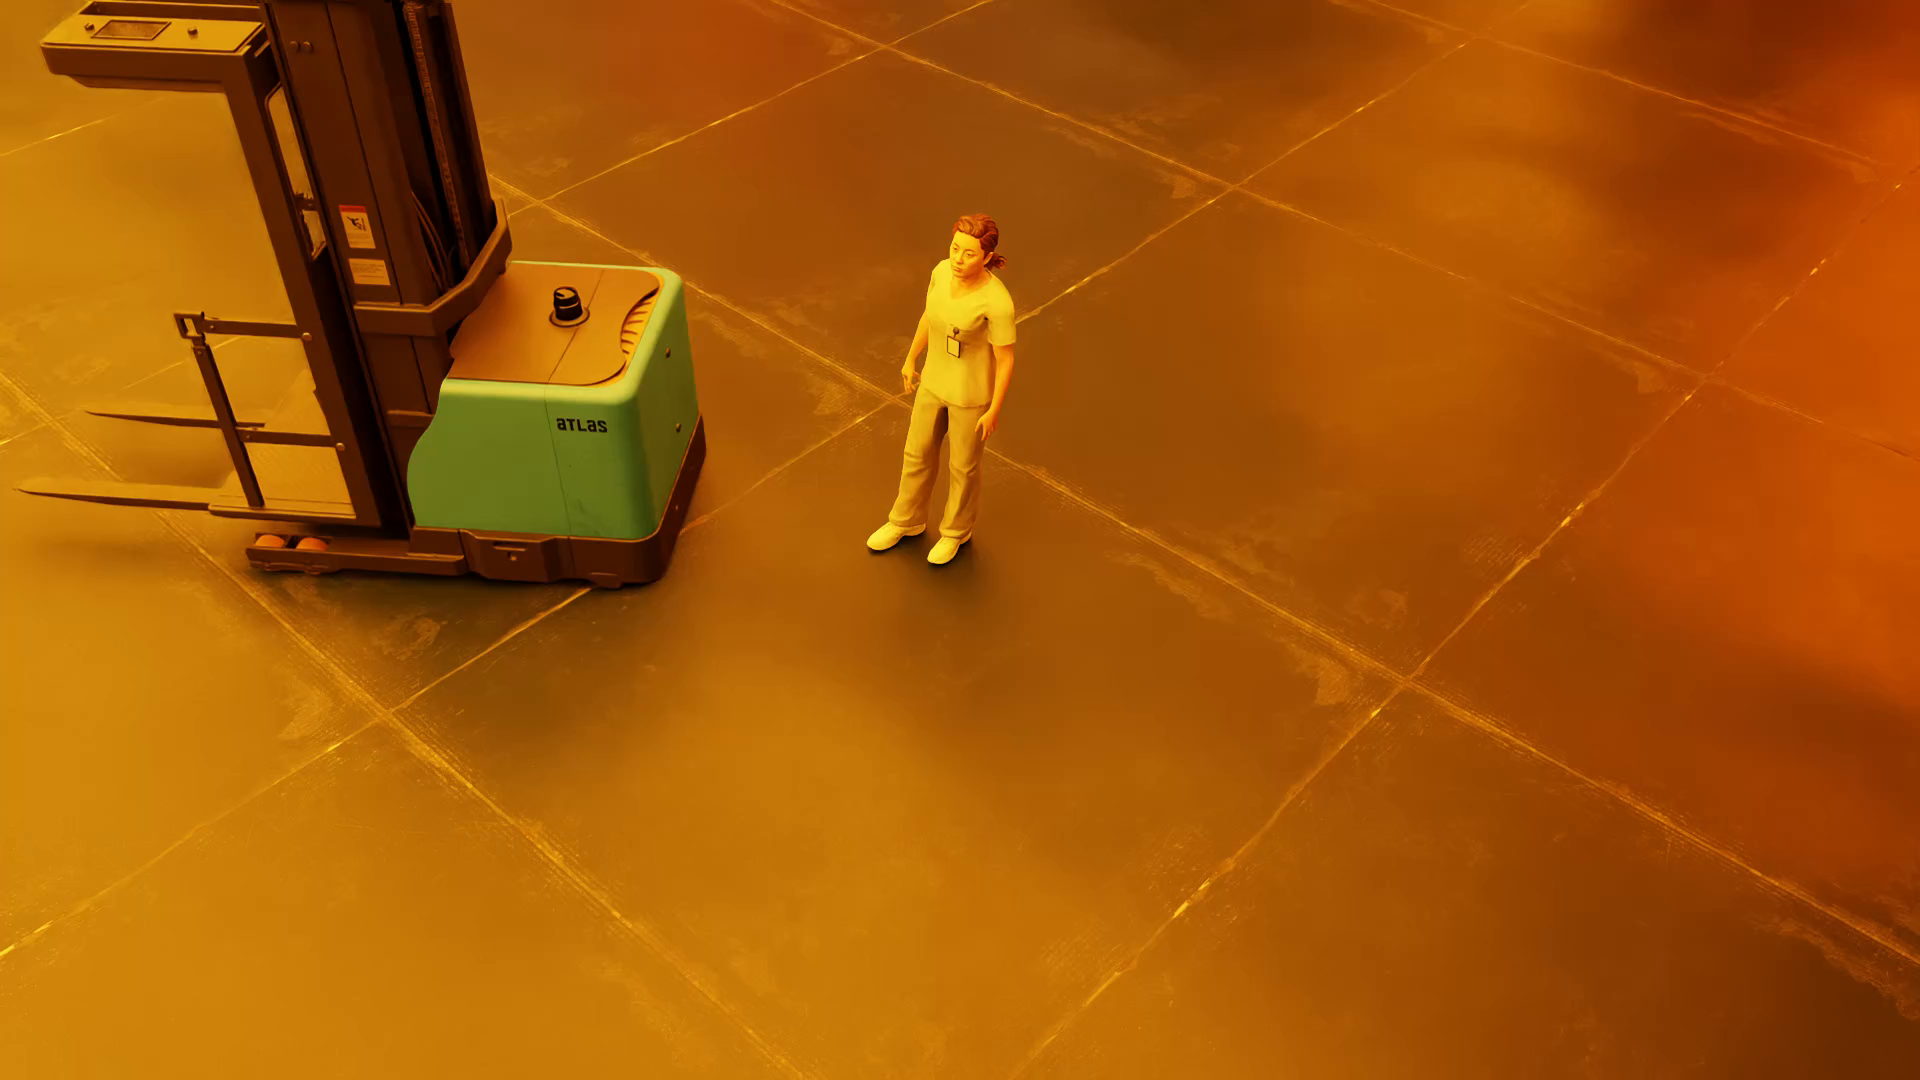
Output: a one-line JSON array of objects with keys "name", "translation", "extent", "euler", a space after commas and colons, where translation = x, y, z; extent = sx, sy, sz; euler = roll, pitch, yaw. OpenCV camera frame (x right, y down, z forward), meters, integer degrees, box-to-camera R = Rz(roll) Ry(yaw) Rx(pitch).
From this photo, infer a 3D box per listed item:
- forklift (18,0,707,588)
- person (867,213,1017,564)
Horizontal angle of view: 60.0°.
[{"name": "forklift", "translation": [-2.777, -1.297, 6.941], "extent": [3.031, 2.935, 1.130], "euler": [4, 41, 4]}, {"name": "person", "translation": [-0.060, -0.612, 7.094], "extent": [0.549, 1.673, 0.548], "euler": [31, 49, 31]}]
